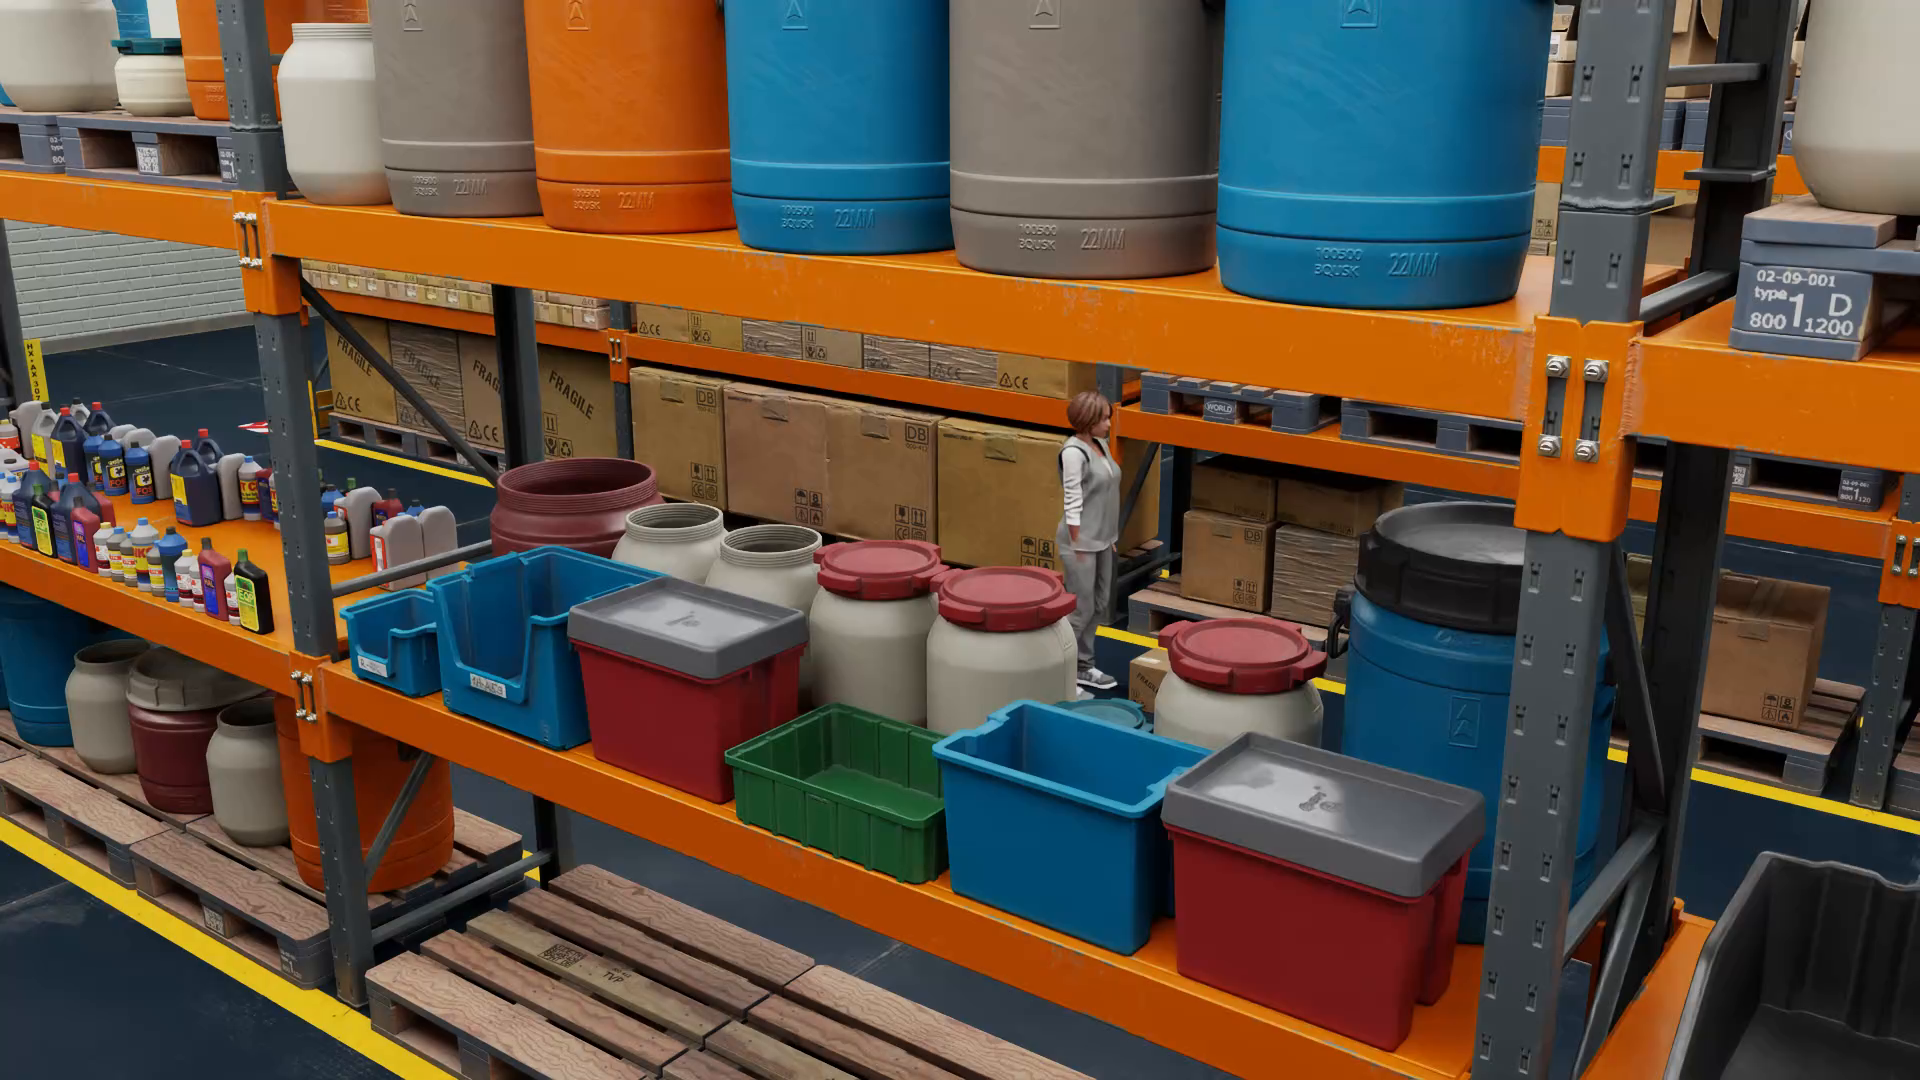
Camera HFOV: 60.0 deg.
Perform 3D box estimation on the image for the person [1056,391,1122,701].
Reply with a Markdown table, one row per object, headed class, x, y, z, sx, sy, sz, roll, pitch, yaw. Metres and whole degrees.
| class | x | y | z | sx | sy | sz | roll | pitch | yaw |
| --- | --- | --- | --- | --- | --- | --- | --- | --- | --- |
| person | 0.650 | 0.031 | 8.492 | 0.310 | 1.609 | 0.407 | 8 | 19 | 26 |
